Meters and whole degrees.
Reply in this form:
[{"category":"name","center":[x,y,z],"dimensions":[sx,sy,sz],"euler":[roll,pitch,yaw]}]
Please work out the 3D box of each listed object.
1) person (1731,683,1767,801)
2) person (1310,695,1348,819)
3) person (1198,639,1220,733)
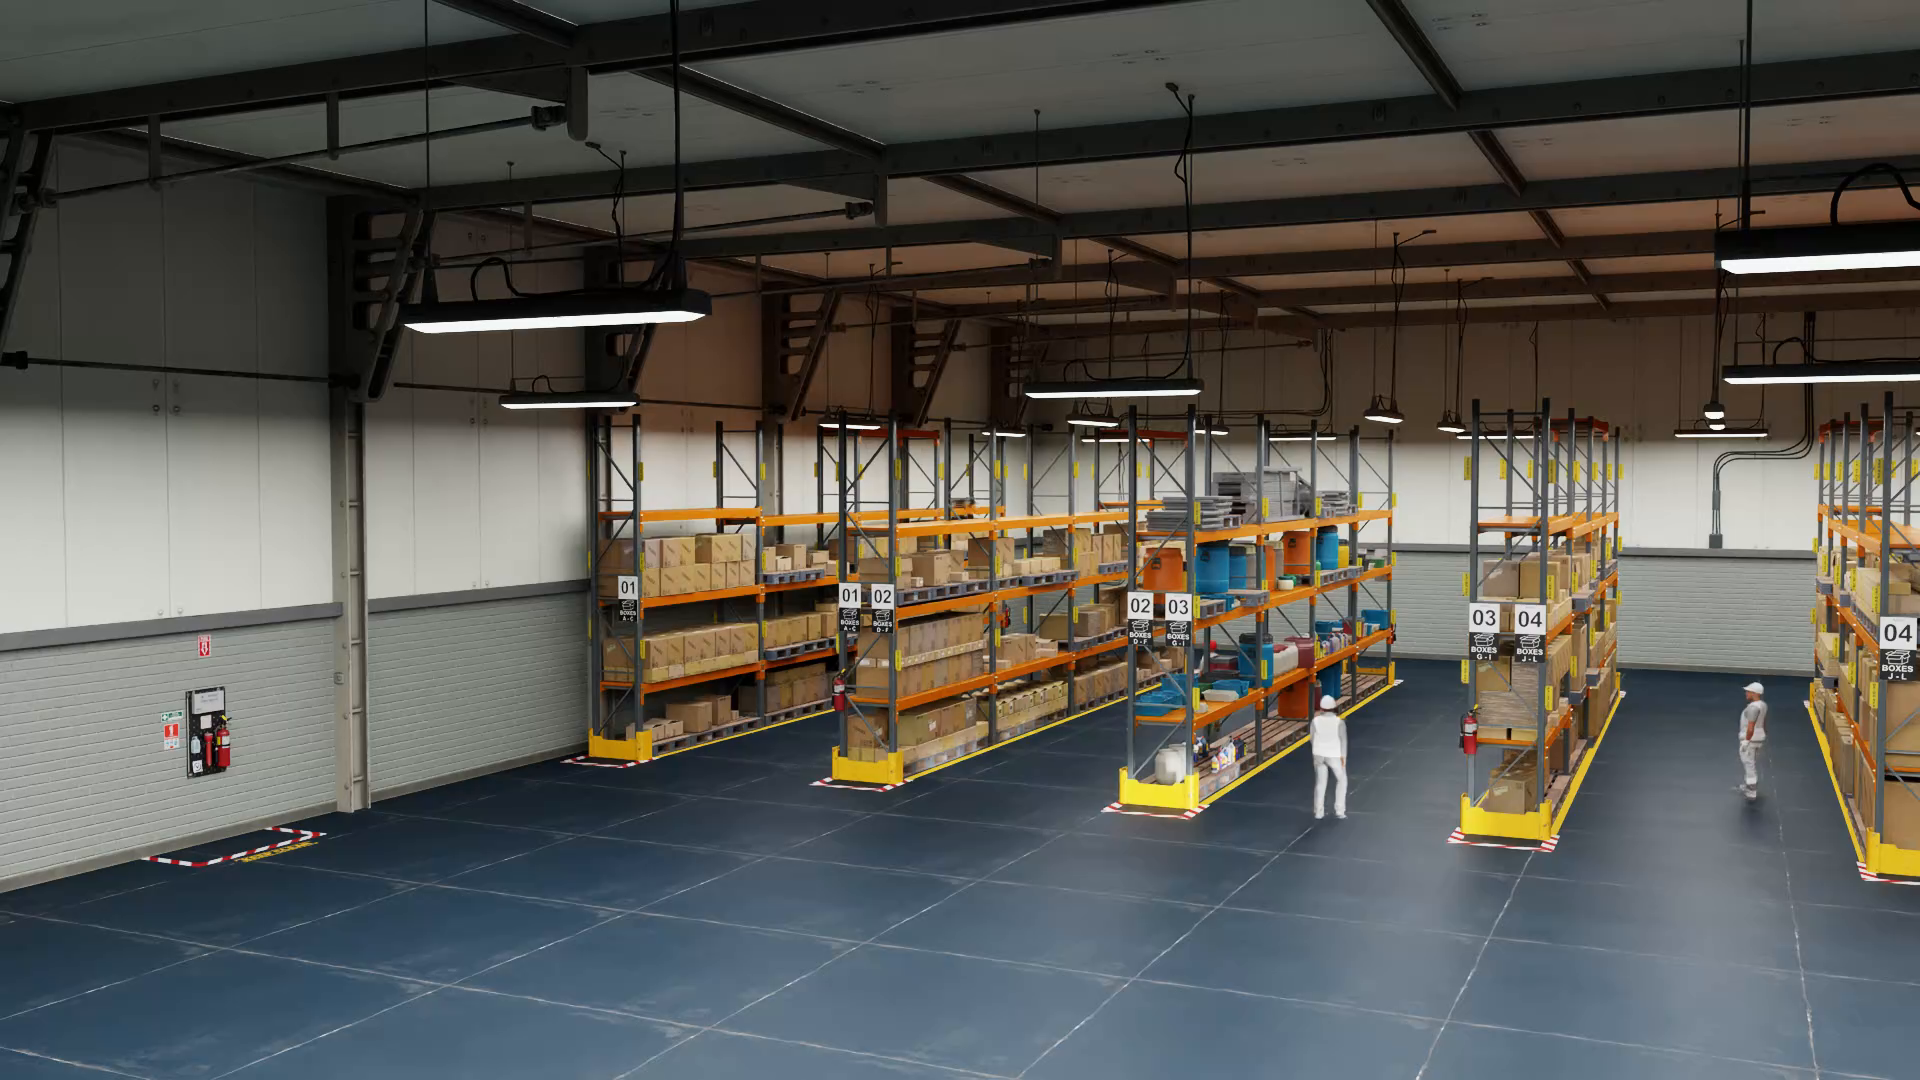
[{"category":"person","center":[12.066,3.065,25.530],"dimensions":[0.563,1.787,0.648],"euler":[-1,3,-31]},{"category":"person","center":[5.332,3.149,23.951],"dimensions":[0.571,1.834,0.571],"euler":[2,3,42]},{"category":"person","center":[4.754,2.800,31.790],"dimensions":[0.566,1.819,0.438],"euler":[-1,3,-24]}]
